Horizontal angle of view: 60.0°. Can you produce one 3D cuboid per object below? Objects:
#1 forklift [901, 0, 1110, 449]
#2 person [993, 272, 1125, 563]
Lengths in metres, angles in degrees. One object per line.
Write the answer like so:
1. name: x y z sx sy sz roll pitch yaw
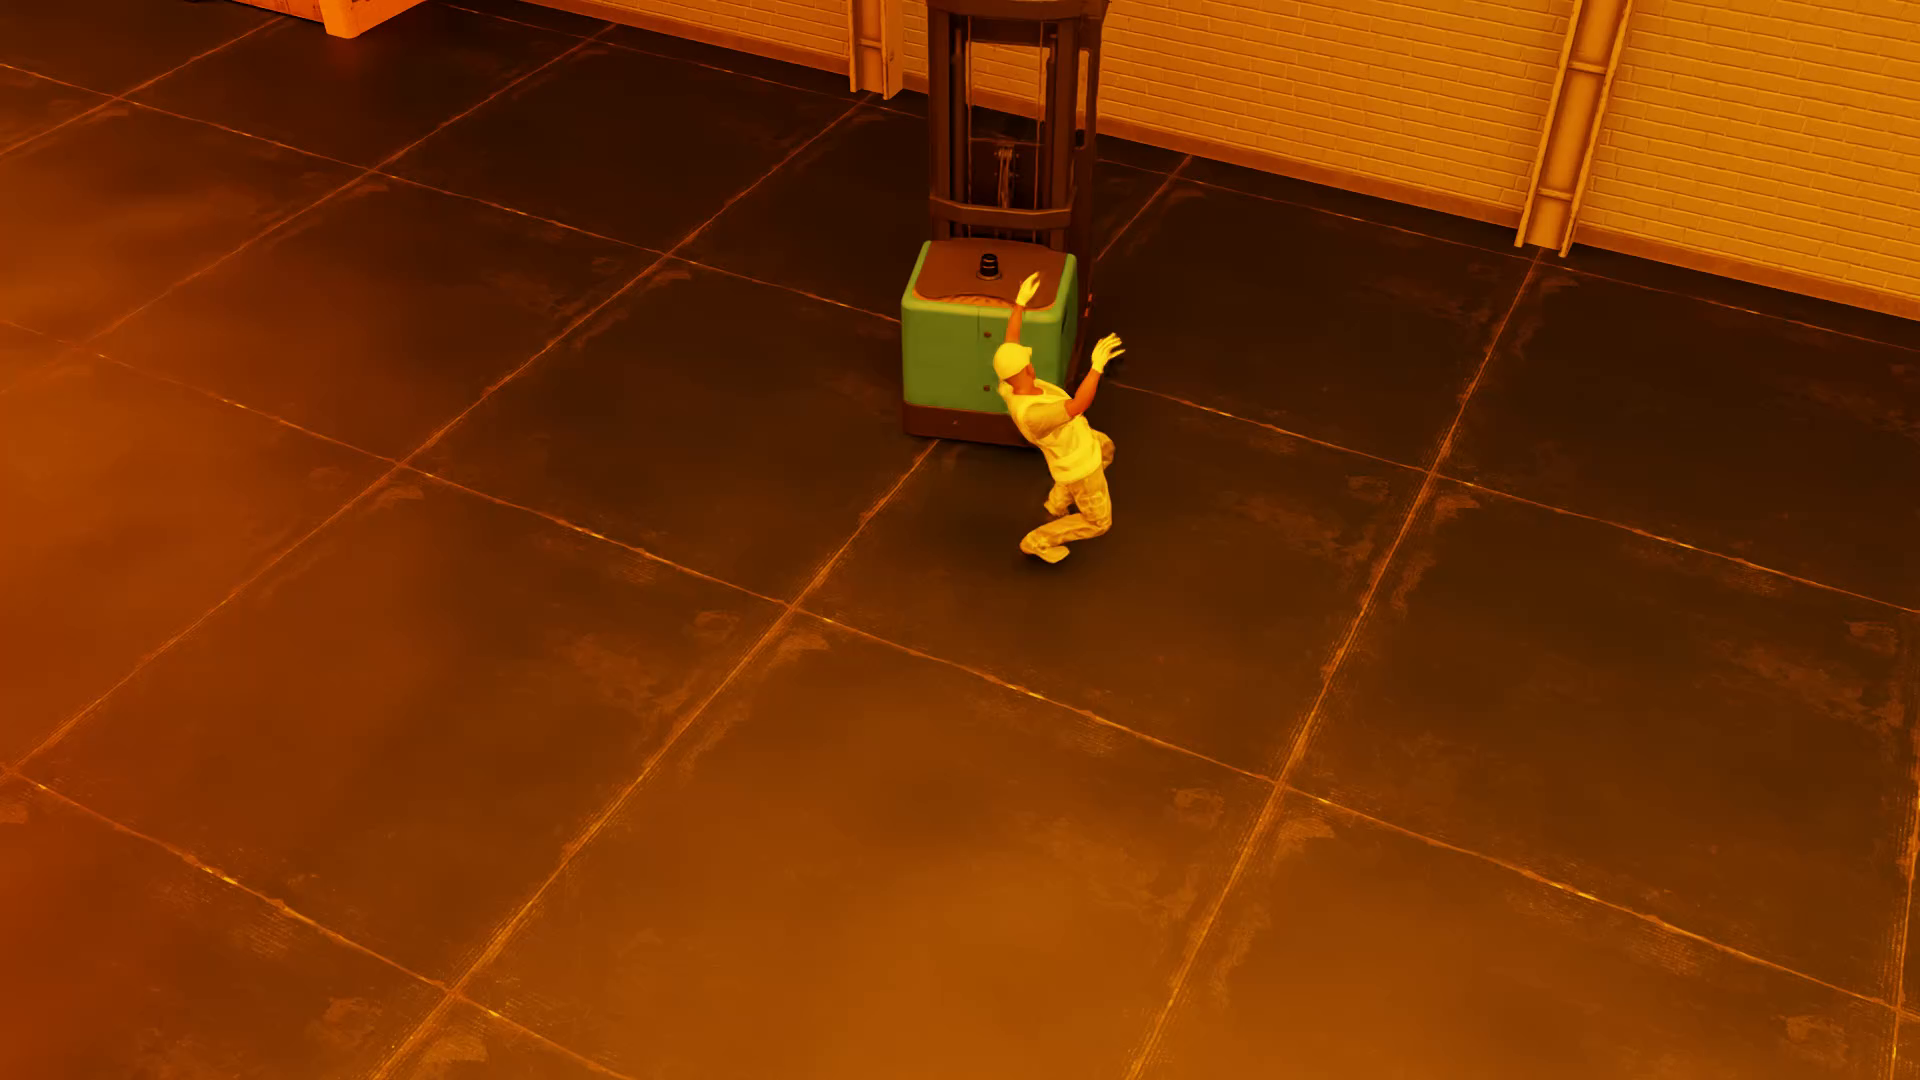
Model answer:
1. forklift: 0.385 -2.670 11.156 1.130 2.935 3.031 7 41 8
2. person: 0.565 -0.681 9.786 0.796 1.688 1.078 -6 41 -7
